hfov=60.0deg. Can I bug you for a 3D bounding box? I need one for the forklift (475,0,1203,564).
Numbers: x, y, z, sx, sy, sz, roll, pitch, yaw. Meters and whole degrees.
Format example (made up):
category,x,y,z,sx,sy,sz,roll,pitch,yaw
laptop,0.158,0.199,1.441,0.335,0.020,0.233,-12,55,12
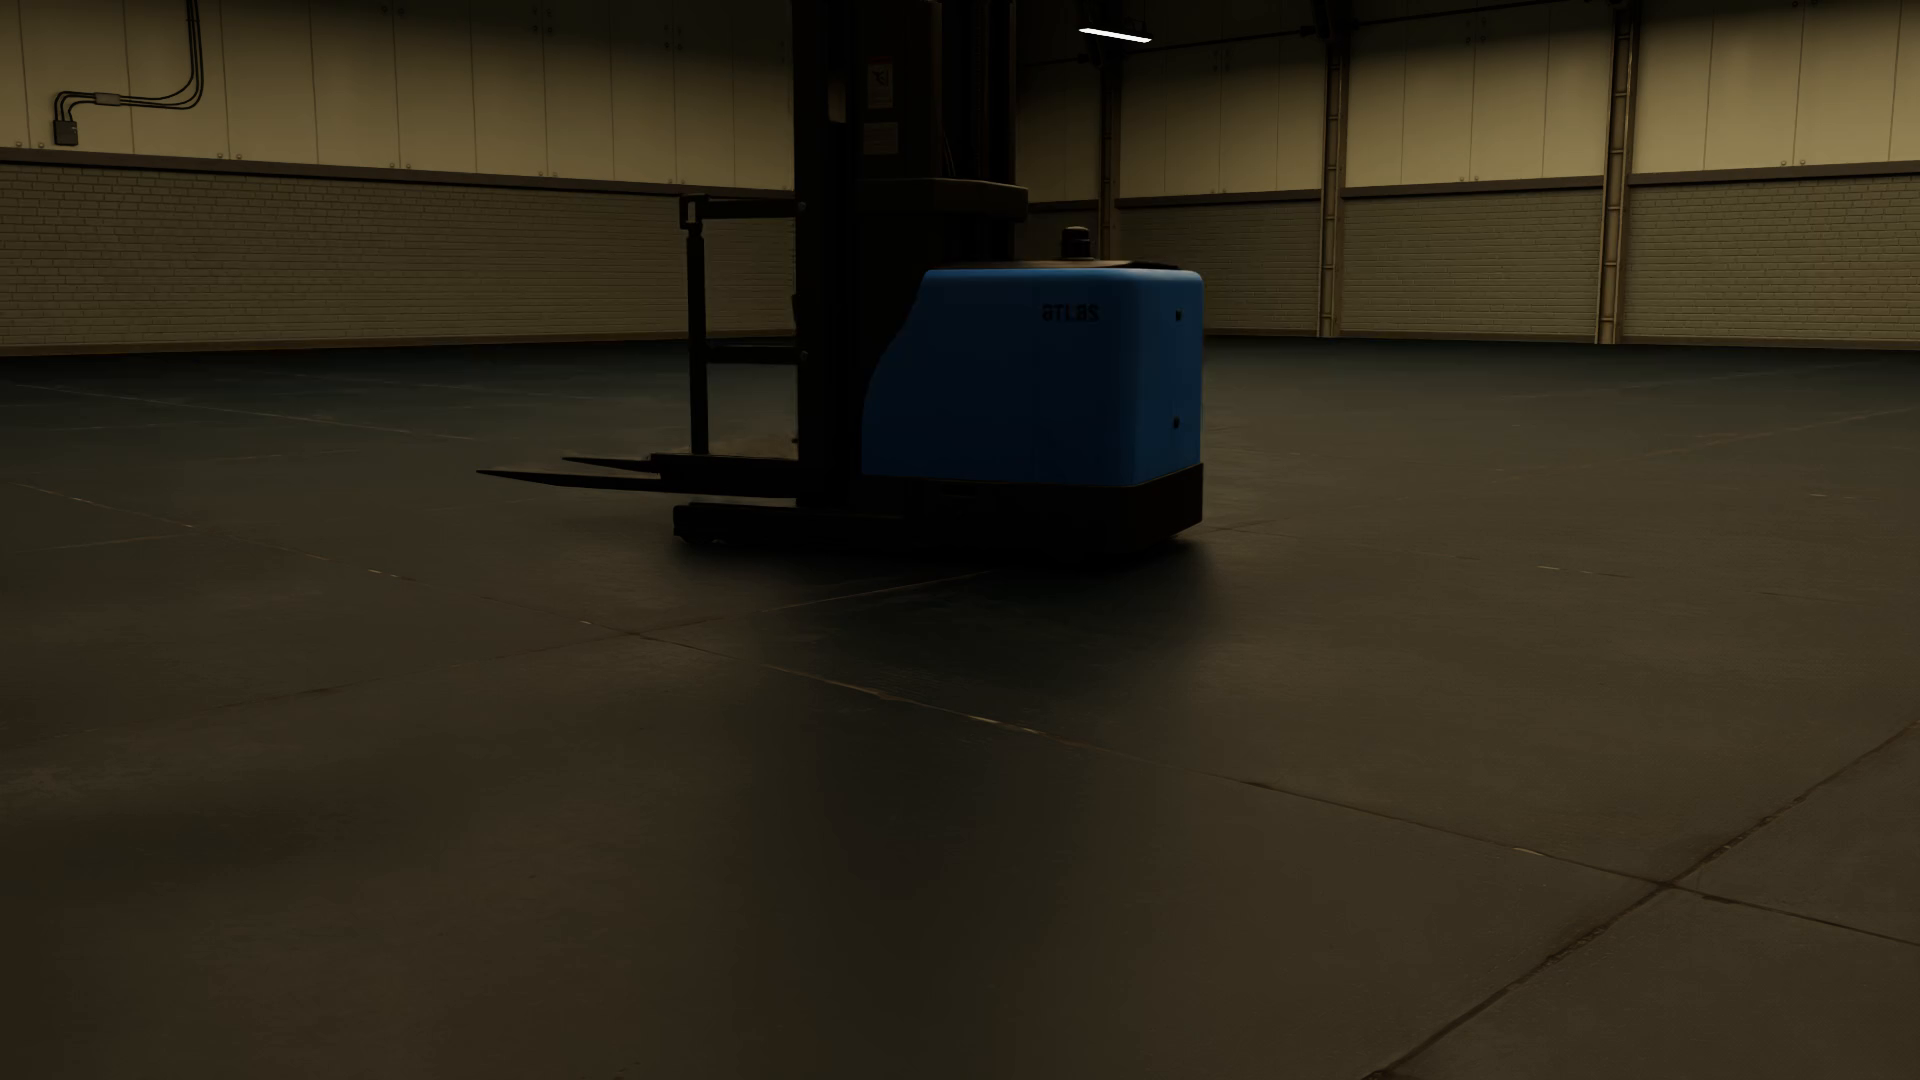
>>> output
category,x,y,z,sx,sy,sz,roll,pitch,yaw
forklift,-0.584,-1.484,6.729,3.031,2.935,1.130,4,9,23
